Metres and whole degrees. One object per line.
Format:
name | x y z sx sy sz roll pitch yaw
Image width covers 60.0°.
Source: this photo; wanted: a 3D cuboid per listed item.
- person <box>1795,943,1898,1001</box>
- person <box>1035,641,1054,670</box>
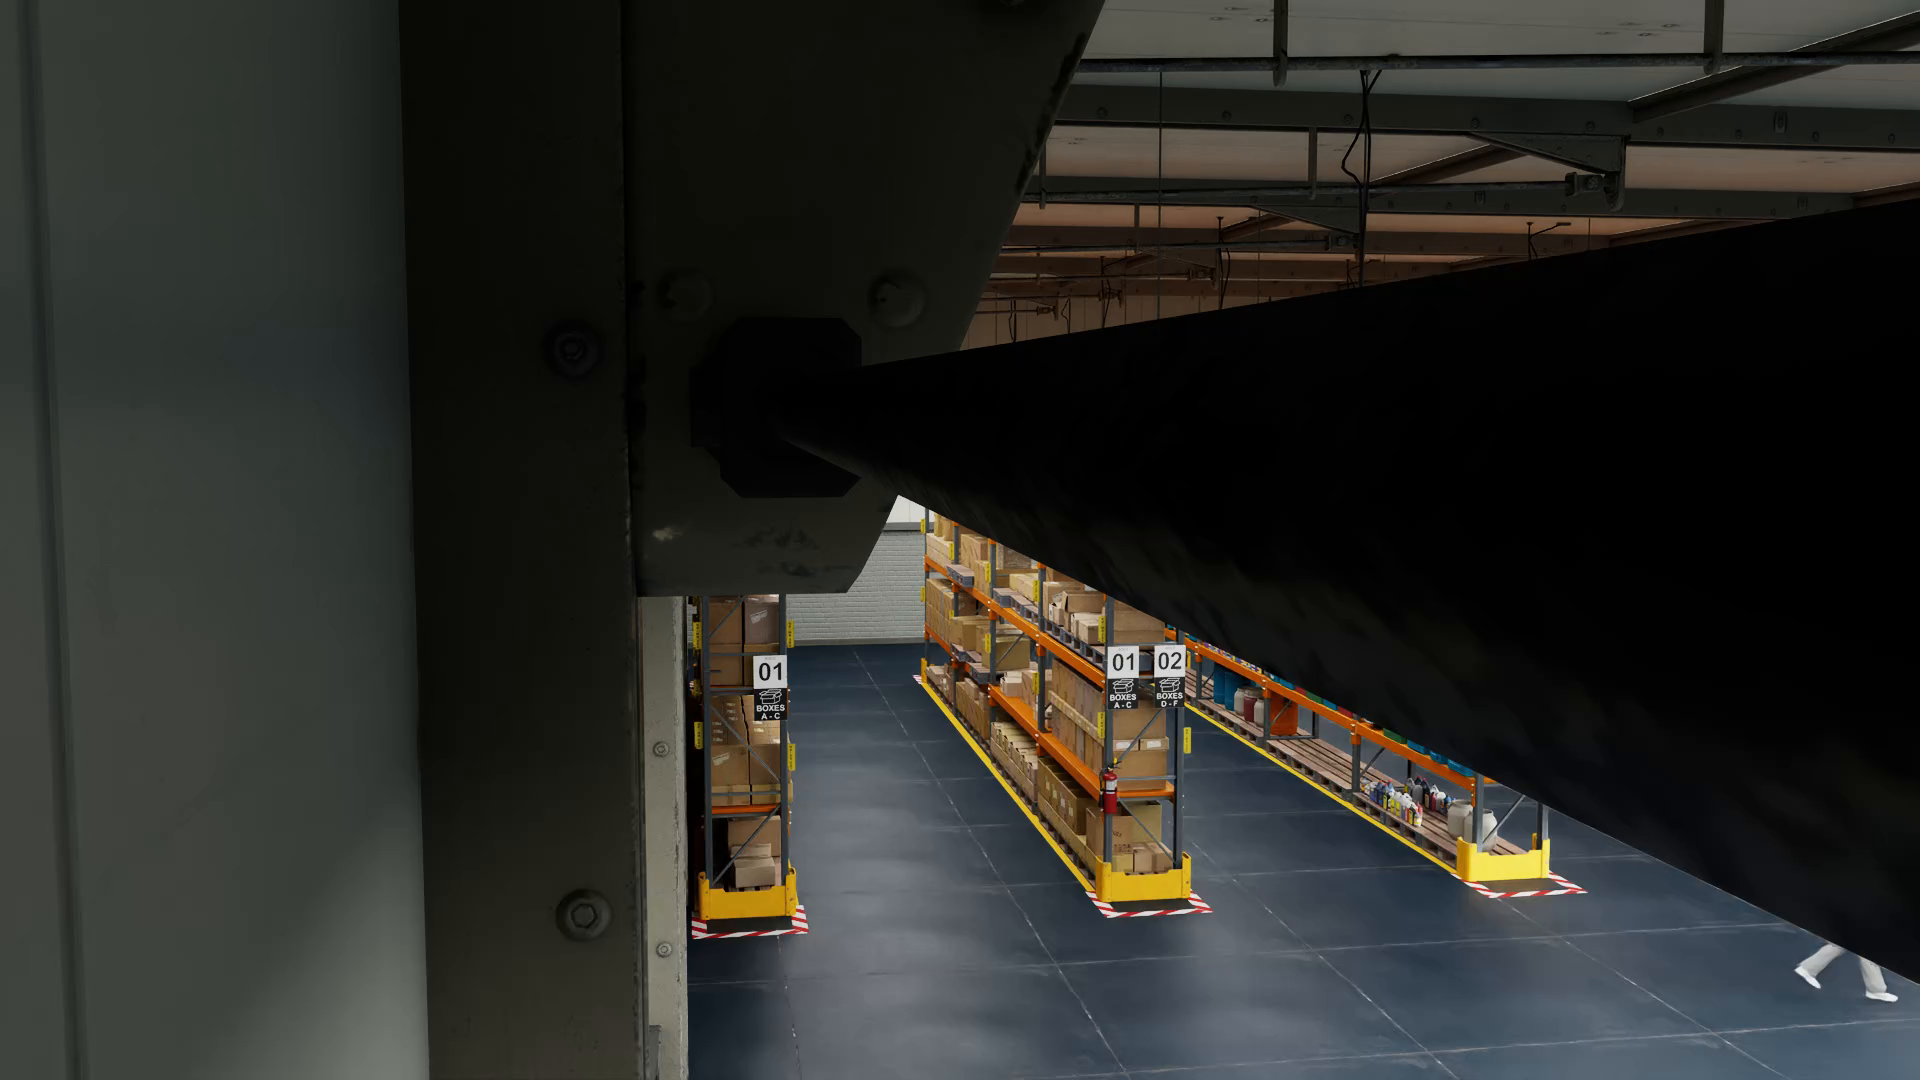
person | 9.268 3.947 17.323 0.969 1.655 0.564 1 5 10
person | 1.798 2.137 35.439 0.649 1.759 0.660 0 5 -3
